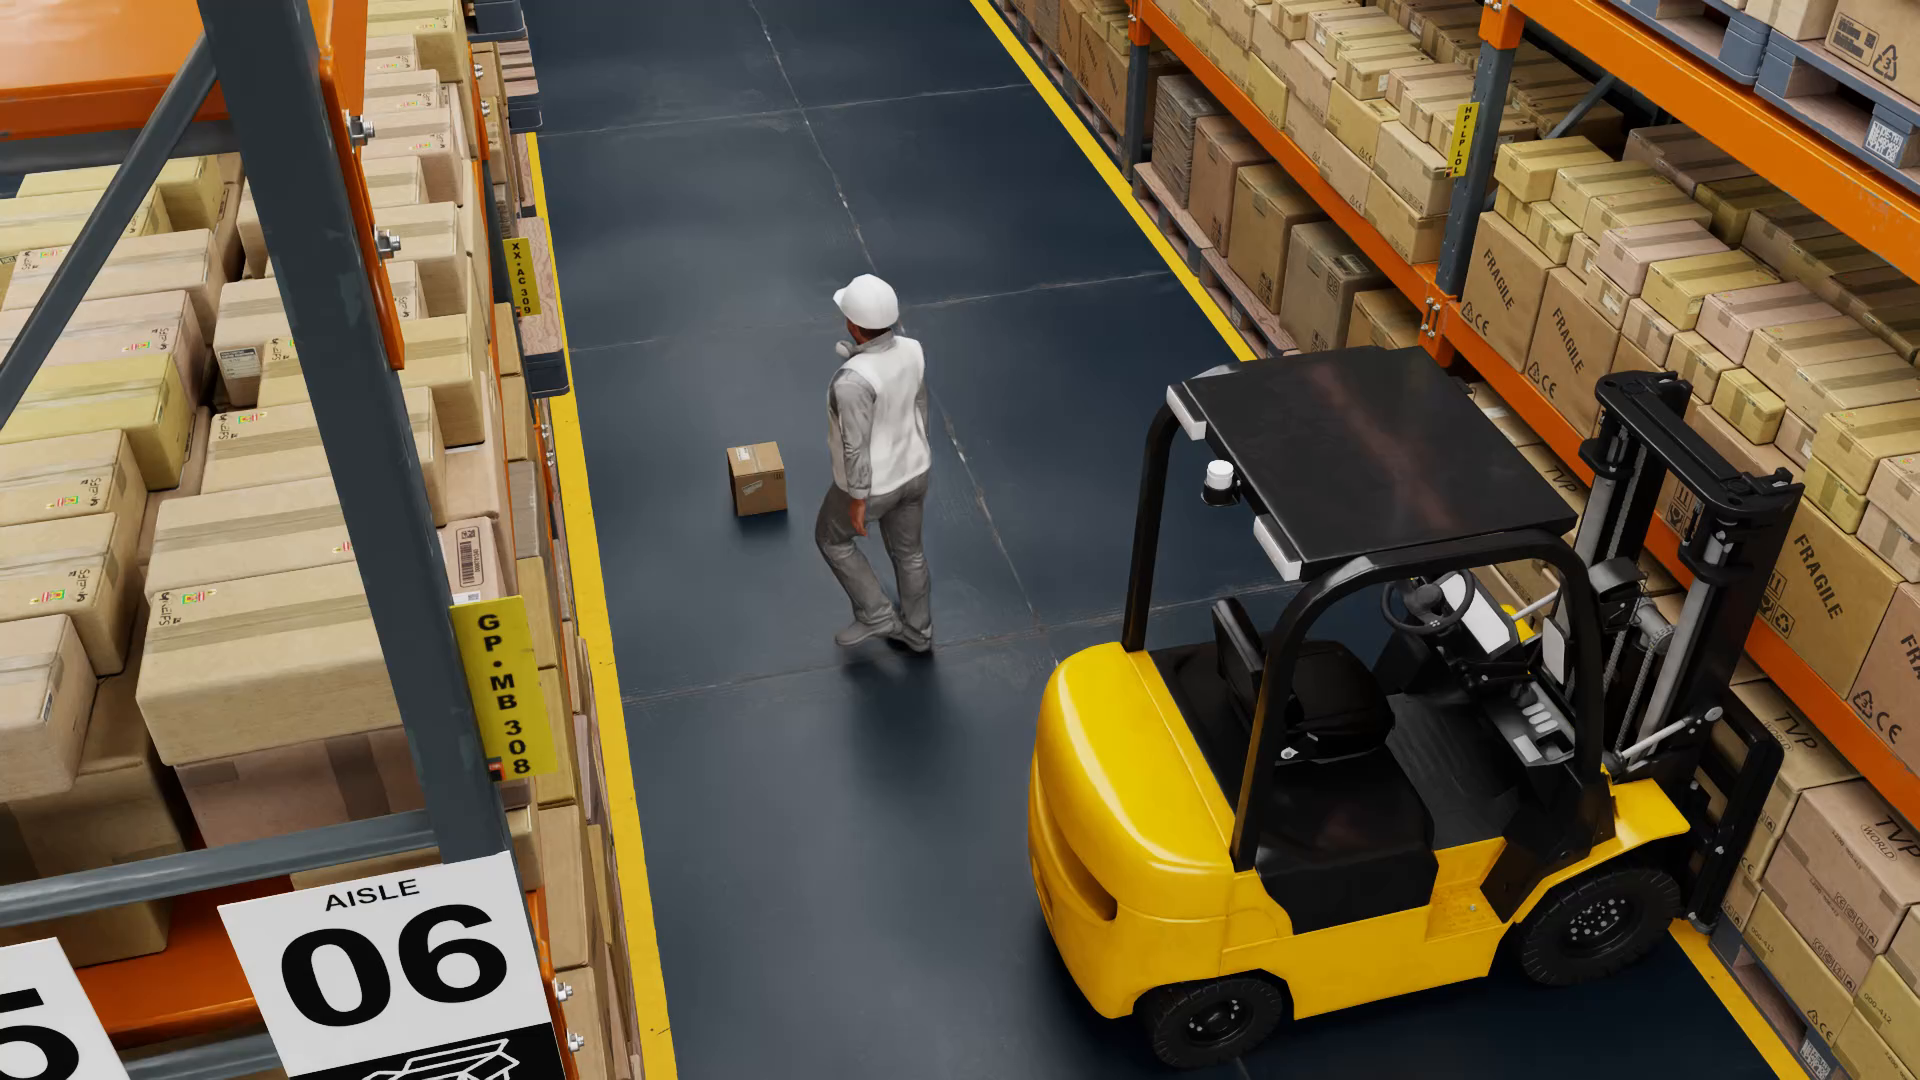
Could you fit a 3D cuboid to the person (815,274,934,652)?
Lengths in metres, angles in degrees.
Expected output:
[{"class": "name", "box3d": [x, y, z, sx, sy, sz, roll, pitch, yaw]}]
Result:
[{"class": "person", "box3d": [-0.318, -0.294, 7.041, 0.529, 1.756, 0.564, 29, 47, 32]}]
